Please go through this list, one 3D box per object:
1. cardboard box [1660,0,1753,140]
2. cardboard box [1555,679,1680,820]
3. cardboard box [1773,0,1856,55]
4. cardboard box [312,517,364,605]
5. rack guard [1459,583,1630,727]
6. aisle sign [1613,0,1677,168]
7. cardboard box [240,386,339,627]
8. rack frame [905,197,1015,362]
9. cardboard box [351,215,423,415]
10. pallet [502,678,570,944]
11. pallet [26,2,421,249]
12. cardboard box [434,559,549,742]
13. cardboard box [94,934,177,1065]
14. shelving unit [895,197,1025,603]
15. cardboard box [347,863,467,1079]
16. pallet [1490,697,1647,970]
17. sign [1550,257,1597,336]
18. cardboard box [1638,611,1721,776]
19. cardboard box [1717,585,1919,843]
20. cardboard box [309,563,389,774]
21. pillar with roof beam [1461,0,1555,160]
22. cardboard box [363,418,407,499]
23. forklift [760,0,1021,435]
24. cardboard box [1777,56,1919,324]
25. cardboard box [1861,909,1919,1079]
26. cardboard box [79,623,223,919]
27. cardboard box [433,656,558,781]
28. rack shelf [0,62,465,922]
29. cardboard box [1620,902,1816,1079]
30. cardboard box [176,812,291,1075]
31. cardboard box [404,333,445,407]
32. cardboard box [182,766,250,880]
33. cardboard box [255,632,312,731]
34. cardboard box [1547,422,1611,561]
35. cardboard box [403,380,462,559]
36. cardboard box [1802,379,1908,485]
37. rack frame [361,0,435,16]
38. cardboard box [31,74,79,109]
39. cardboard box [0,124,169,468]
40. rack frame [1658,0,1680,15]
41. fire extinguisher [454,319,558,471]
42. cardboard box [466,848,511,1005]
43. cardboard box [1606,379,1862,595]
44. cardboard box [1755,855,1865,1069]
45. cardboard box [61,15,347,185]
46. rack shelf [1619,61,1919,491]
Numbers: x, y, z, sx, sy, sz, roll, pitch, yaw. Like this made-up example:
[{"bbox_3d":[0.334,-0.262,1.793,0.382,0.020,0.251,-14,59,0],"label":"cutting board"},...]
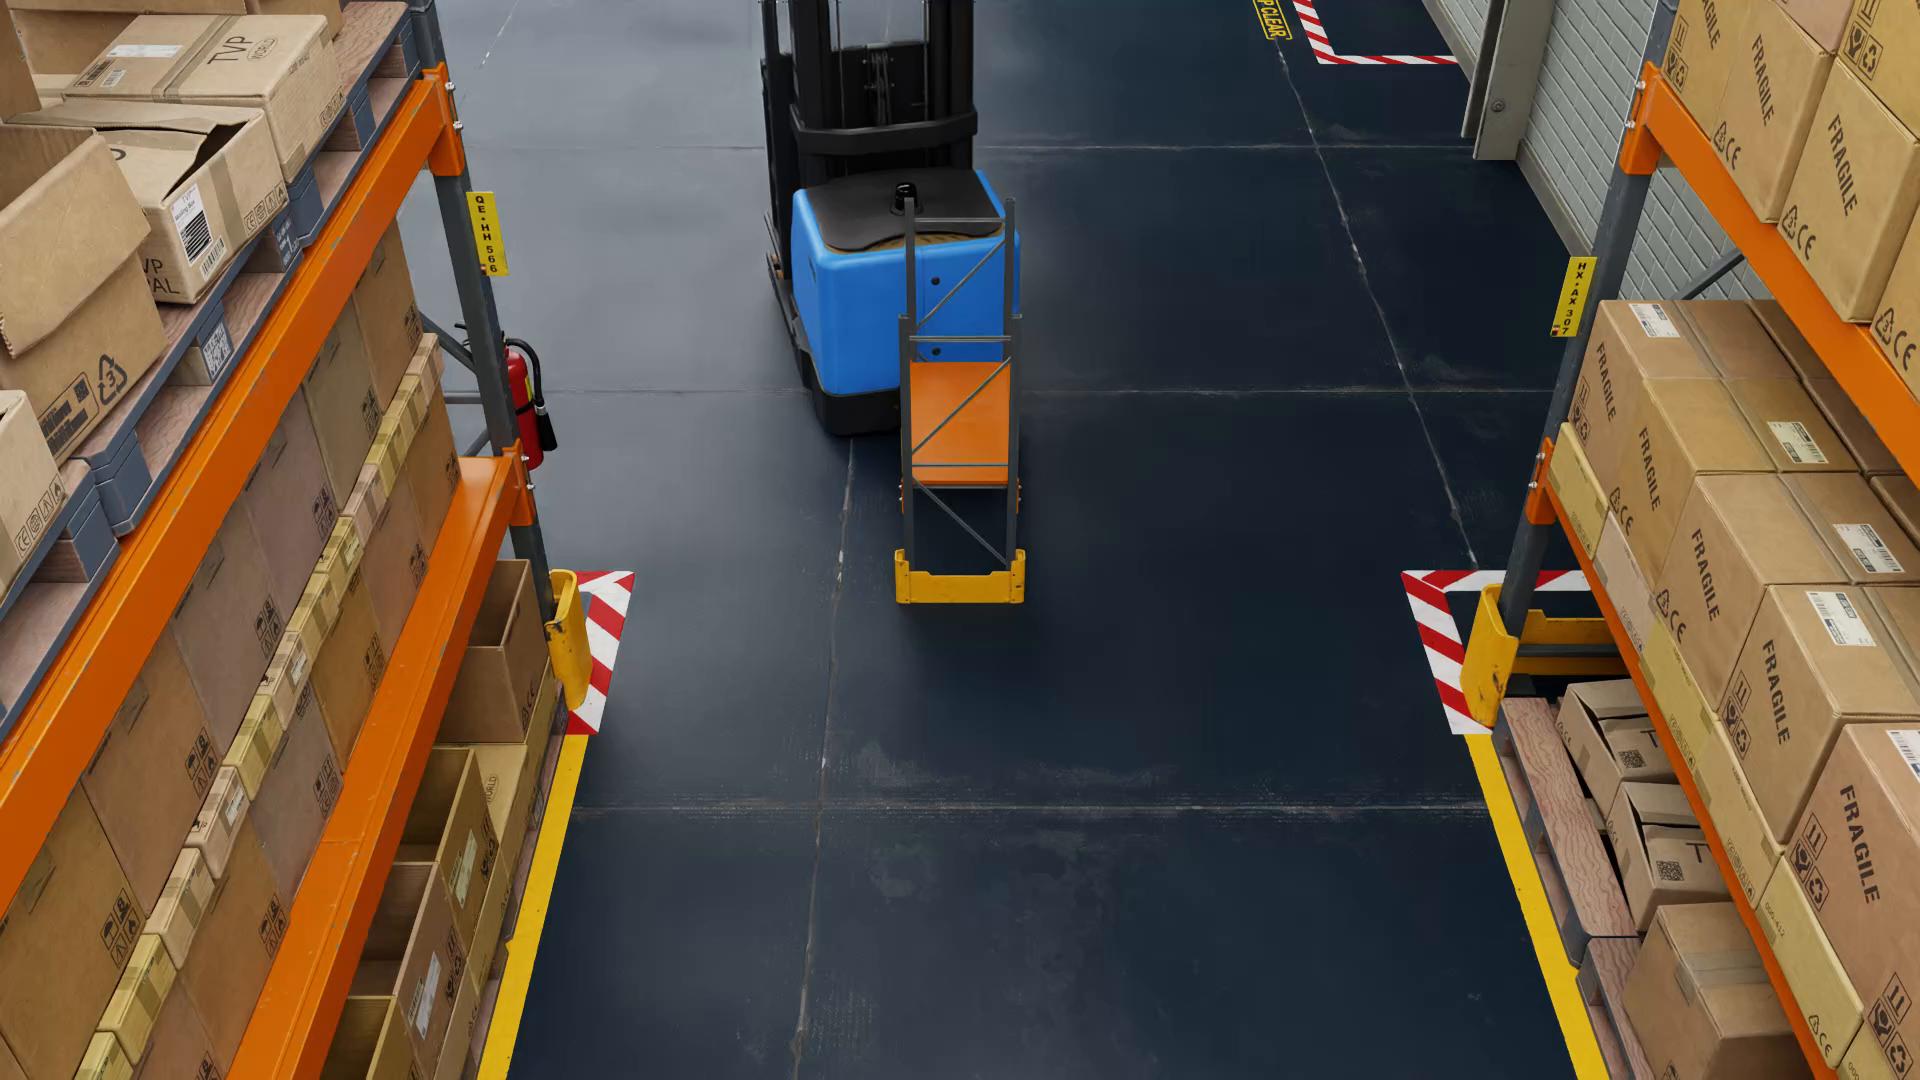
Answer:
[{"bbox_3d":[2.508,-1.546,5.031,0.500,0.500,0.500,1,39,1],"label":"cardboard box"},{"bbox_3d":[2.668,0.773,6.431,0.500,0.311,0.500,-4,39,-5],"label":"cardboard box"},{"bbox_3d":[2.465,-1.590,4.287,0.500,0.500,0.500,0,39,-1],"label":"cardboard box"},{"bbox_3d":[-2.004,0.060,4.923,0.380,0.149,0.250,1,39,1],"label":"cardboard box"},{"bbox_3d":[2.757,0.485,6.990,1.175,0.500,0.348,0,39,0],"label":"rack guard"},{"bbox_3d":[2.457,-1.597,5.511,0.394,0.787,0.004,0,39,0],"label":"aisle sign"},{"bbox_3d":[-2.201,-0.108,4.614,0.700,0.500,0.500,0,39,0],"label":"cardboard box"},{"bbox_3d":[-0.001,-0.956,7.990,0.500,1.500,0.032,0,39,0],"label":"rack frame"},{"bbox_3d":[-2.208,-0.752,5.418,0.700,0.500,0.500,0,39,0],"label":"cardboard box"},{"bbox_3d":[-2.154,1.035,6.536,1.003,0.211,1.213,0,39,0],"label":"pallet"},{"bbox_3d":[-2.221,-1.226,4.798,1.003,0.211,1.213,0,39,0],"label":"pallet"},{"bbox_3d":[-1.898,0.420,6.336,0.500,0.500,0.500,0,39,0],"label":"cardboard box"},{"bbox_3d":[-2.002,1.027,3.717,0.380,0.149,0.250,0,39,0],"label":"cardboard box"},{"bbox_3d":[0.000,-0.633,7.586,0.587,1.500,1.083,0,39,0],"label":"shelving unit"},{"bbox_3d":[-1.883,1.358,5.166,0.500,0.500,0.500,0,39,0],"label":"cardboard box"},{"bbox_3d":[2.723,1.106,6.446,1.003,0.211,1.213,0,39,0],"label":"pallet"},{"bbox_3d":[2.215,-0.875,5.996,0.100,0.325,0.005,0,39,0],"label":"sign"},{"bbox_3d":[2.450,0.462,5.125,0.500,0.250,0.500,-1,39,-1],"label":"cardboard box"},{"bbox_3d":[2.455,0.474,4.509,0.500,0.500,0.500,1,39,1],"label":"cardboard box"},{"bbox_3d":[-2.208,0.360,5.067,0.700,0.500,0.500,0,39,0],"label":"cardboard box"},{"bbox_3d":[-0.689,-6.191,8.524,9.100,9.000,0.400,0,39,0],"label":"pillar with roof beam"},{"bbox_3d":[-2.003,-0.261,5.324,0.380,0.149,0.250,-1,39,-1],"label":"cardboard box"},{"bbox_3d":[-0.528,-2.611,8.910,1.130,2.935,3.031,-9,39,-11],"label":"forklift"},{"bbox_3d":[2.477,-0.885,4.207,0.500,0.500,0.500,2,39,2],"label":"cardboard box"},{"bbox_3d":[2.446,1.114,3.711,0.500,0.500,0.500,0,39,0],"label":"cardboard box"},{"bbox_3d":[-2.200,0.518,3.833,0.700,0.500,0.500,0,39,0],"label":"cardboard box"},{"bbox_3d":[-1.900,0.713,6.571,0.500,0.250,0.500,0,39,0],"label":"cardboard box"},{"bbox_3d":[-2.194,-0.171,3.987,1.077,0.370,4.000,0,39,0],"label":"rack shelf"},{"bbox_3d":[2.620,1.514,5.354,0.700,0.500,0.500,-2,39,-3],"label":"cardboard box"},{"bbox_3d":[-2.202,1.010,4.257,0.700,0.500,0.500,1,39,1],"label":"cardboard box"},{"bbox_3d":[-2.005,-0.585,5.728,0.380,0.149,0.250,-1,39,-1],"label":"cardboard box"},{"bbox_3d":[-2.004,0.704,4.120,0.380,0.149,0.250,-1,39,-1],"label":"cardboard box"},{"bbox_3d":[-2.001,0.385,4.518,0.380,0.149,0.250,-1,39,-1],"label":"cardboard box"},{"bbox_3d":[2.440,-0.181,5.927,0.500,0.250,0.500,-1,39,-1],"label":"cardboard box"},{"bbox_3d":[-2.209,-0.279,5.865,0.700,0.500,0.500,0,39,0],"label":"cardboard box"},{"bbox_3d":[2.961,-0.170,5.313,0.500,0.500,0.500,0,39,1],"label":"cardboard box"},{"bbox_3d":[-2.196,-2.873,4.384,1.000,3.000,0.127,0,39,0],"label":"rack frame"},{"bbox_3d":[-2.371,-1.087,4.308,0.380,0.149,0.250,0,39,0],"label":"cardboard box"},{"bbox_3d":[-2.067,-0.490,3.279,0.797,0.503,0.637,4,39,5],"label":"cardboard box"},{"bbox_3d":[2.757,-2.879,4.392,1.000,3.000,0.127,0,39,0],"label":"rack frame"},{"bbox_3d":[-1.732,-0.576,6.377,0.296,0.674,0.183,0,39,0],"label":"fire extinguisher"},{"bbox_3d":[-1.885,1.338,5.790,0.500,0.250,0.500,0,39,0],"label":"cardboard box"},{"bbox_3d":[2.448,-0.172,5.315,0.500,0.500,0.500,0,39,0],"label":"cardboard box"},{"bbox_3d":[2.450,1.092,4.338,0.500,0.250,0.500,0,39,0],"label":"cardboard box"},{"bbox_3d":[-1.931,-1.142,4.296,0.500,0.250,0.500,0,39,0],"label":"cardboard box"},{"bbox_3d":[2.760,-0.177,3.994,1.077,0.370,4.000,0,39,0],"label":"rack shelf"}]
